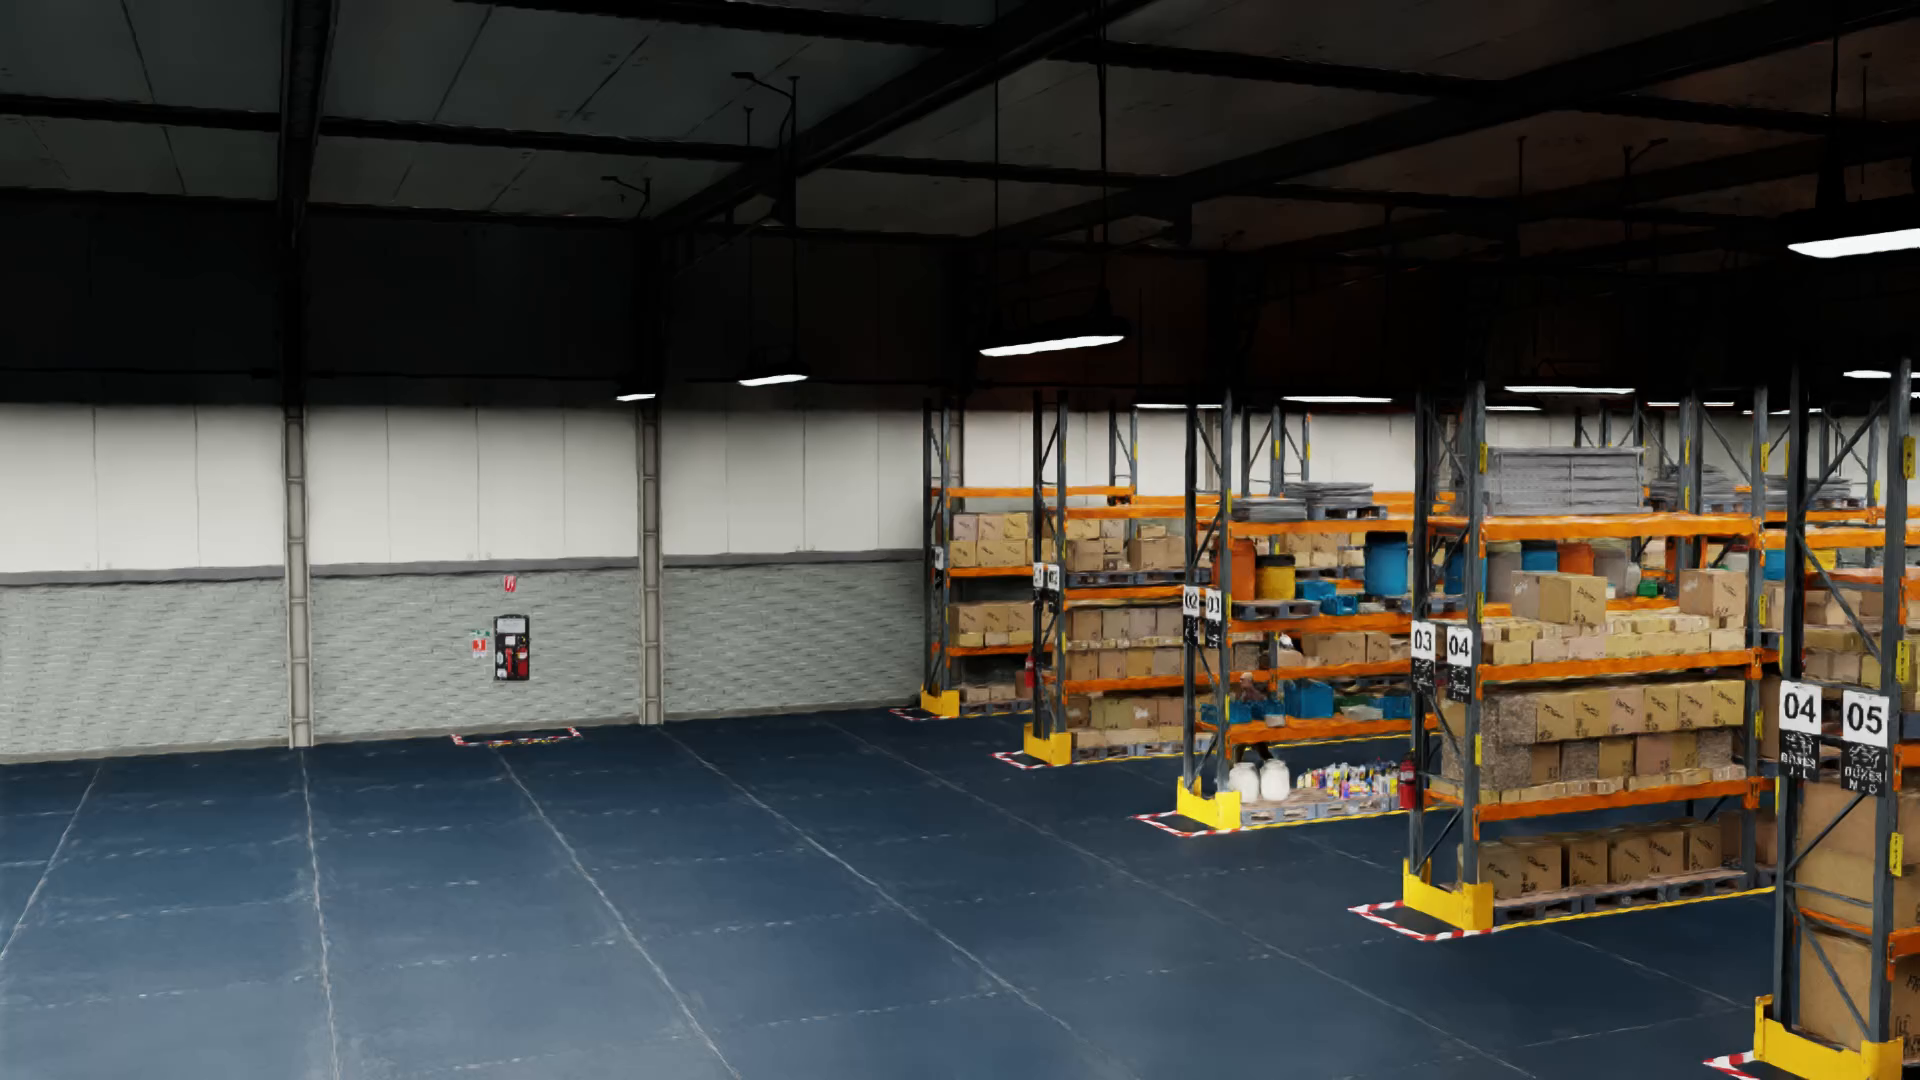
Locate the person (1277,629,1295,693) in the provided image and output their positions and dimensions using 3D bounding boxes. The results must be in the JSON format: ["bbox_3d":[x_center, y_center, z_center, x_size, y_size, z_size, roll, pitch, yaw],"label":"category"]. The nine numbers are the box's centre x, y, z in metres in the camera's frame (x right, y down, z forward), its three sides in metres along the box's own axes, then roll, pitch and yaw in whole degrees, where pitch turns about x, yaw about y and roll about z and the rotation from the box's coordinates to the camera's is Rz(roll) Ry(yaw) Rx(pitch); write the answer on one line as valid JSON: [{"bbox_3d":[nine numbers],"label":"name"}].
[{"bbox_3d":[6.369,2.421,32.903,1.063,1.580,0.505,-2,4,-32],"label":"person"}]

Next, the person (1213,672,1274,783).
[{"bbox_3d":[4.339,2.833,24.917,1.111,1.721,0.603,-1,4,-23],"label":"person"}]
